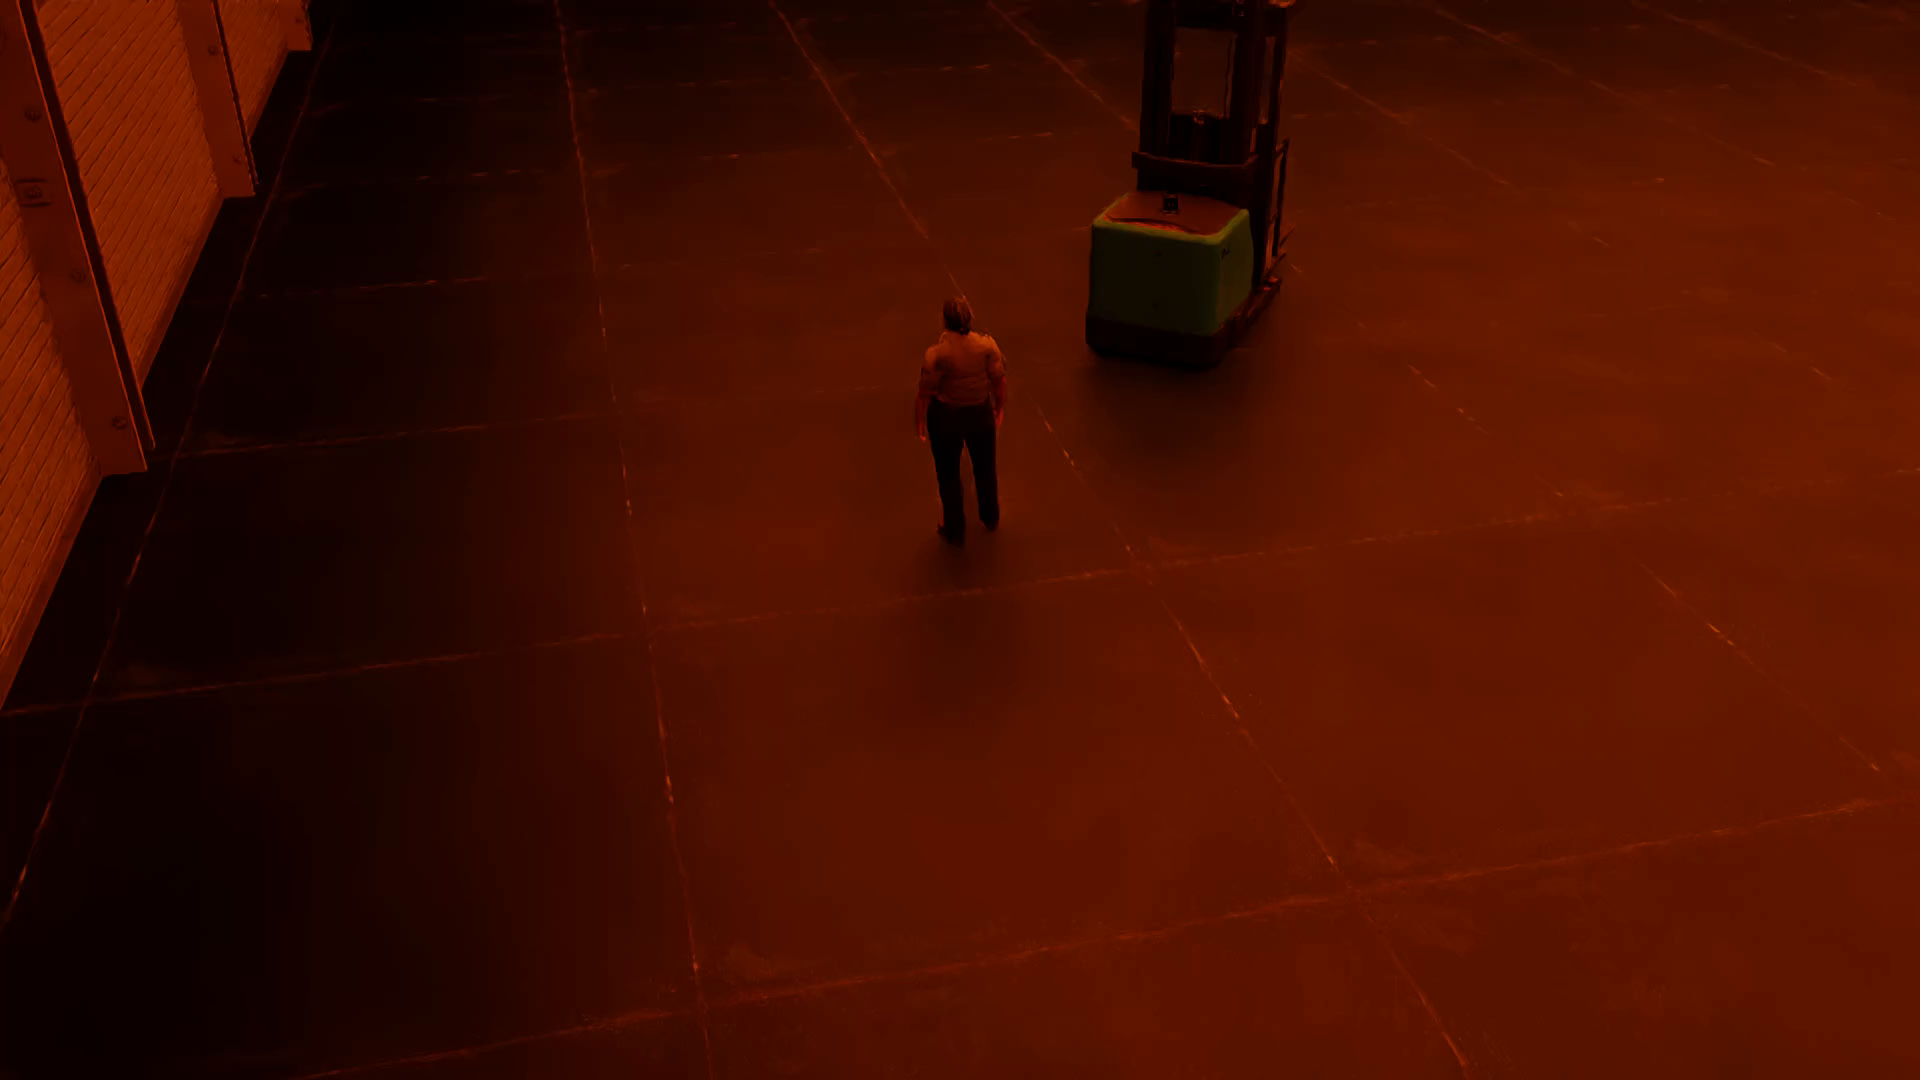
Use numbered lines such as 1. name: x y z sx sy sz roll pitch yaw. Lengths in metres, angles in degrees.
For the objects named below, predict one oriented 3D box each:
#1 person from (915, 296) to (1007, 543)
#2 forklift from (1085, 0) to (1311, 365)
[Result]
1. person: 0.001 -0.766 10.164 0.599 1.650 0.502 -7 31 -12
2. forklift: 2.067 -3.318 13.306 1.130 2.935 3.031 13 33 22
